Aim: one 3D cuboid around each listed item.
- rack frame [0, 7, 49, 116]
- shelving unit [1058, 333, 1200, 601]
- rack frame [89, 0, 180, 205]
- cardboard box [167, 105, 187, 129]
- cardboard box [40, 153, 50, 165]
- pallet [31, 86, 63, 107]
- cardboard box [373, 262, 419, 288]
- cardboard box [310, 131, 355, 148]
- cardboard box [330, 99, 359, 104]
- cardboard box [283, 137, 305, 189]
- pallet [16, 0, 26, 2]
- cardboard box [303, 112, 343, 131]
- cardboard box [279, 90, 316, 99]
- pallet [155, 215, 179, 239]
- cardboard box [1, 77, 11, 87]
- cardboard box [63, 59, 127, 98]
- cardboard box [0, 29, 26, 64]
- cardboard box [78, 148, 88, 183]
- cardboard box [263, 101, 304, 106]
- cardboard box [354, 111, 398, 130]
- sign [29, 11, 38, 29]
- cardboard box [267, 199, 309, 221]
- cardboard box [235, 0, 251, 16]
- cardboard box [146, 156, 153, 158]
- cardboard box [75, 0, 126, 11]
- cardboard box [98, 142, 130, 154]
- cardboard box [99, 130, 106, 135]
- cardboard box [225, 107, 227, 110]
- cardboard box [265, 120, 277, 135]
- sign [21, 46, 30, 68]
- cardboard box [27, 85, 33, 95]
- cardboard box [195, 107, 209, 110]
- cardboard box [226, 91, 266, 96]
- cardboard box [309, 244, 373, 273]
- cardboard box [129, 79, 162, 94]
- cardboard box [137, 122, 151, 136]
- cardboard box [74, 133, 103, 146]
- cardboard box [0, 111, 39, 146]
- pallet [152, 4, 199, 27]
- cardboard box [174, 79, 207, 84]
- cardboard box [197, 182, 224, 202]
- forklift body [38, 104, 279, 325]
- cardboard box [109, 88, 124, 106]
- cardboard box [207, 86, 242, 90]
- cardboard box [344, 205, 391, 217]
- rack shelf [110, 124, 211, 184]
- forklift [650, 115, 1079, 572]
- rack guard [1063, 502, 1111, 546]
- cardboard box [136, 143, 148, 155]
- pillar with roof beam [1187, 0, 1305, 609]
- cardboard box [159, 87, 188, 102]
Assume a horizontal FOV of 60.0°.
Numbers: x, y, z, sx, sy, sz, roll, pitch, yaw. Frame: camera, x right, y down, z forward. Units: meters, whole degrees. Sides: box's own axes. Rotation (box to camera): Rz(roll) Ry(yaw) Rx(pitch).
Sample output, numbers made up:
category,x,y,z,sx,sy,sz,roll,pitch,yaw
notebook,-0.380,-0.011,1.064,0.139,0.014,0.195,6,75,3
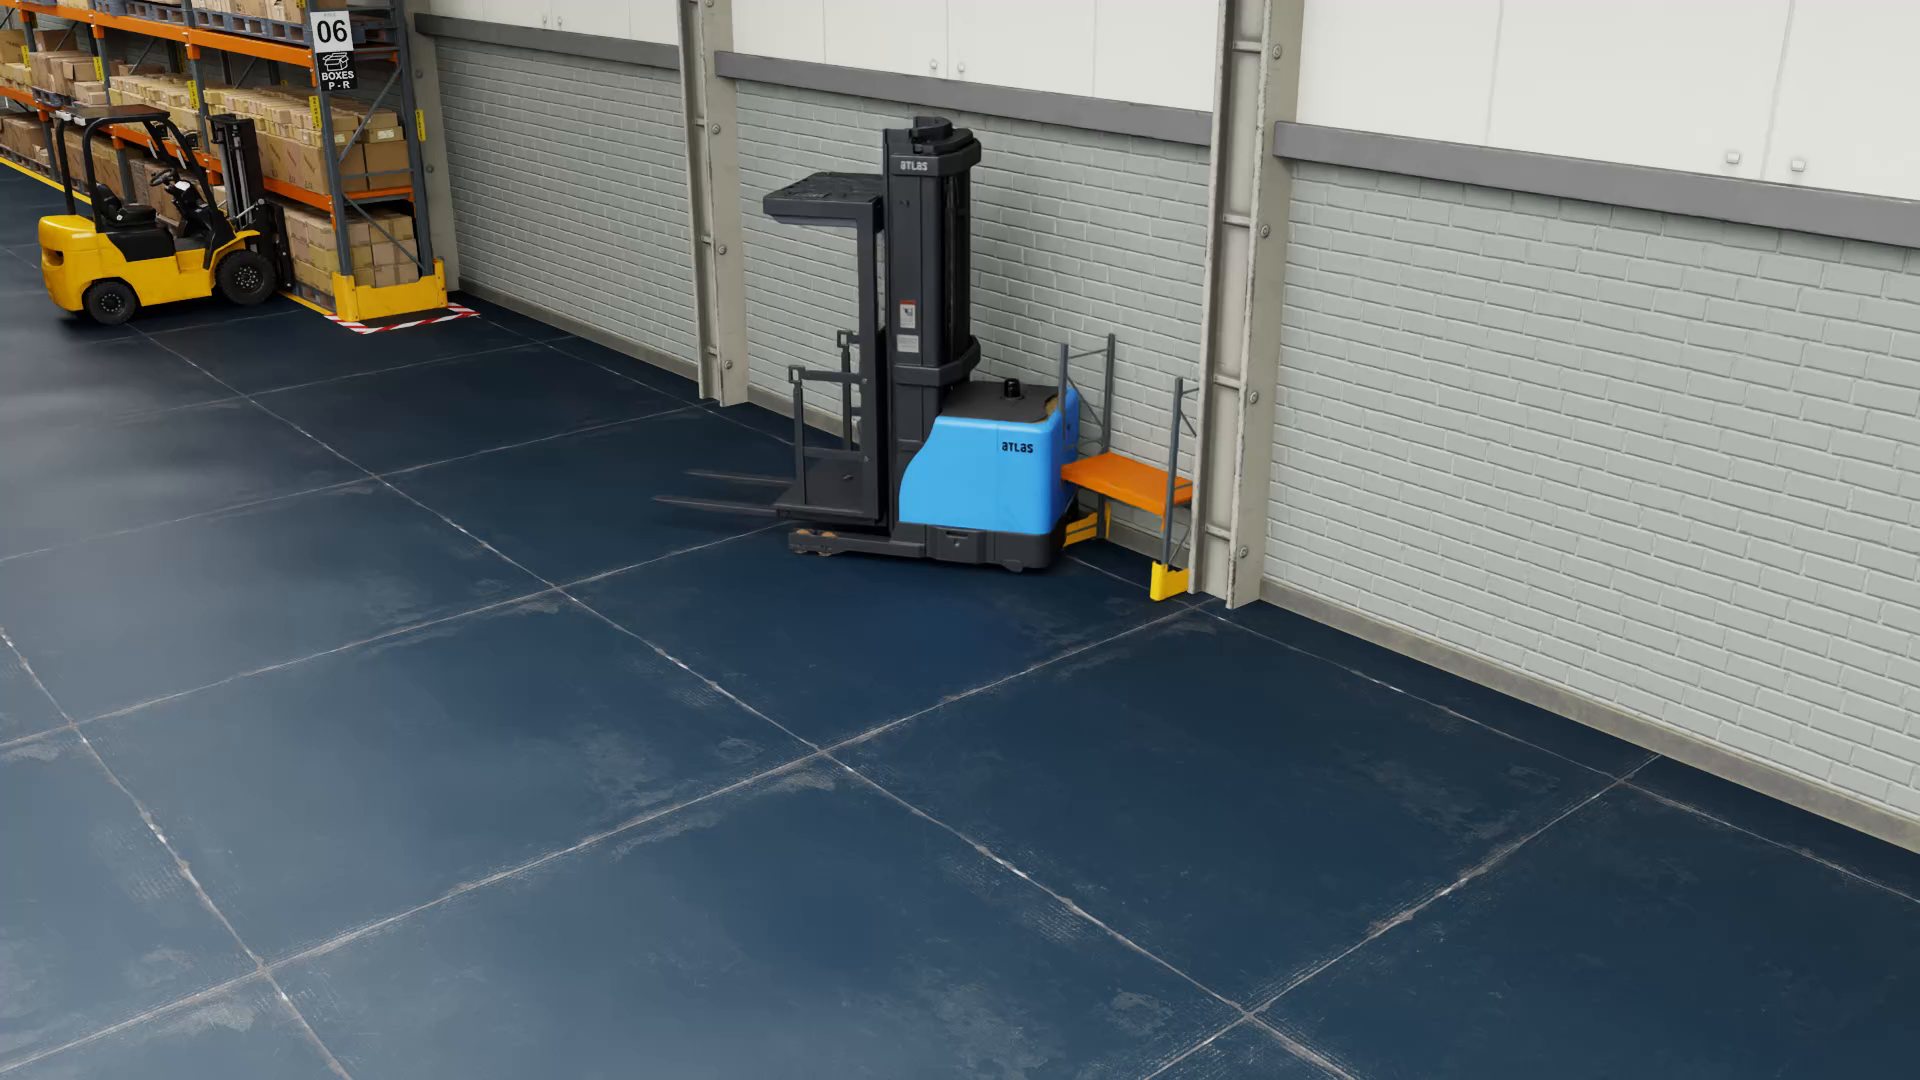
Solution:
category,x,y,z,sx,sy,sz,roll,pitch,yaw
rack frame,-16.749,-8.364,29.225,1.000,3.000,0.127,-17,27,-37
shelving unit,1.182,-0.520,11.189,0.587,1.500,1.083,-17,28,-39
rack frame,-11.527,-6.154,23.582,1.000,3.000,0.127,-17,27,-37
cardboard box,-9.771,-5.427,21.246,0.500,0.250,0.500,-18,28,-39
cardboard box,-14.724,-6.211,27.062,0.380,0.149,0.250,-18,28,-39
pallet,-13.699,-6.923,25.809,1.003,0.211,1.213,-17,27,-37
cardboard box,-6.477,-3.041,18.829,0.500,0.250,0.500,-17,27,-37
cardboard box,-6.743,-4.321,17.877,0.380,0.149,0.250,-17,27,-37
cardboard box,-7.129,-4.959,19.097,0.380,0.149,0.250,-18,28,-39
cardboard box,-7.157,-4.209,18.480,0.500,0.500,0.500,-16,27,-36
pallet,-13.765,-8.371,25.388,1.213,0.211,1.003,-17,27,-37
cardboard box,-6.883,-4.540,18.028,0.380,0.149,0.250,-17,27,-37
cardboard box,-7.953,-5.316,20.009,0.380,0.149,0.250,-18,28,-38
pallet,-10.227,-4.282,22.626,1.003,0.211,1.213,-17,27,-37
cardboard box,-15.752,-7.655,27.760,0.380,0.149,0.250,-17,27,-36
cardboard box,-12.733,-6.804,24.526,0.797,0.503,0.637,-18,28,-39
cardboard box,-15.677,-8.178,27.520,0.500,0.500,0.500,-17,27,-36
cardboard box,-12.981,-5.675,25.211,0.500,0.500,0.500,-19,28,-39
cardboard box,-7.704,-4.902,18.951,0.380,0.149,0.250,-17,27,-37
cardboard box,-6.362,-4.574,18.115,0.380,0.149,0.250,-18,28,-38
sign,-16.315,-9.177,29.280,0.100,0.325,0.005,-17,27,-37
cardboard box,-7.842,-3.796,19.385,0.500,0.250,0.500,-18,28,-38
cardboard box,-7.724,-6.172,18.662,0.797,0.503,0.637,-16,27,-36
cardboard box,-11.590,-5.368,24.429,0.500,0.500,0.500,-16,27,-36
cardboard box,-12.046,-7.565,23.277,0.500,0.250,0.500,-19,28,-39
cardboard box,-12.519,-5.798,24.638,0.380,0.149,0.250,-16,27,-36
cardboard box,-13.338,-6.423,26.232,0.380,0.149,0.250,-17,27,-37
cardboard box,-8.546,-5.110,19.891,0.380,0.149,0.250,-18,27,-38
cardboard box,-7.599,-4.670,18.767,0.380,0.149,0.250,-17,27,-37
sign,-14.544,-7.531,25.911,0.100,0.325,0.005,-17,27,-37
cardboard box,-14.724,-7.237,26.692,0.380,0.149,0.250,-17,27,-36
cardboard box,-9.307,-5.439,20.730,0.380,0.149,0.250,-16,27,-36
cardboard box,-8.520,-5.258,19.861,0.380,0.149,0.250,-18,28,-38
cardboard box,-6.859,-3.151,18.426,0.500,0.250,0.500,-18,28,-38
cardboard box,-10.999,-6.137,22.512,0.380,0.149,0.250,-17,27,-37
cardboard box,-10.756,-5.622,22.431,0.500,0.250,0.500,-19,28,-39
cardboard box,-13.366,-6.153,25.543,0.380,0.149,0.250,-18,27,-38
cardboard box,-16.421,-7.206,29.115,0.797,0.503,0.637,-19,28,-39
pallet,-9.502,-6.597,20.863,0.805,0.209,1.217,-19,28,-39
cardboard box,-10.458,-6.187,22.640,0.380,0.149,0.250,-18,27,-38
cardboard box,-9.265,-4.280,21.478,0.875,0.625,0.625,-16,26,-35
forklift body,-8.925,-3.638,18.323,2.313,2.155,1.214,-17,27,-37
cardboard box,-11.441,-6.130,23.042,0.500,0.250,0.500,-17,27,-37
cardboard box,-9.606,-5.842,21.759,0.380,0.149,0.250,-17,27,-37
cardboard box,-6.804,-3.639,18.986,0.500,0.250,0.500,-17,27,-37
rack shelf,-10.221,-5.266,22.303,1.077,0.370,4.000,-17,27,-37
forklift,-0.717,-1.428,11.610,3.031,2.935,1.130,6,22,14
rack guard,0.836,-0.084,11.763,0.587,0.250,0.087,-17,28,-39
cardboard box,-12.007,-5.835,24.731,0.380,0.149,0.250,-17,27,-37
pillar with roof beam,-1.505,-2.803,6.803,9.100,9.000,0.400,-17,27,-37
cardboard box,-10.164,-5.785,21.614,0.380,0.149,0.250,-17,27,-37
